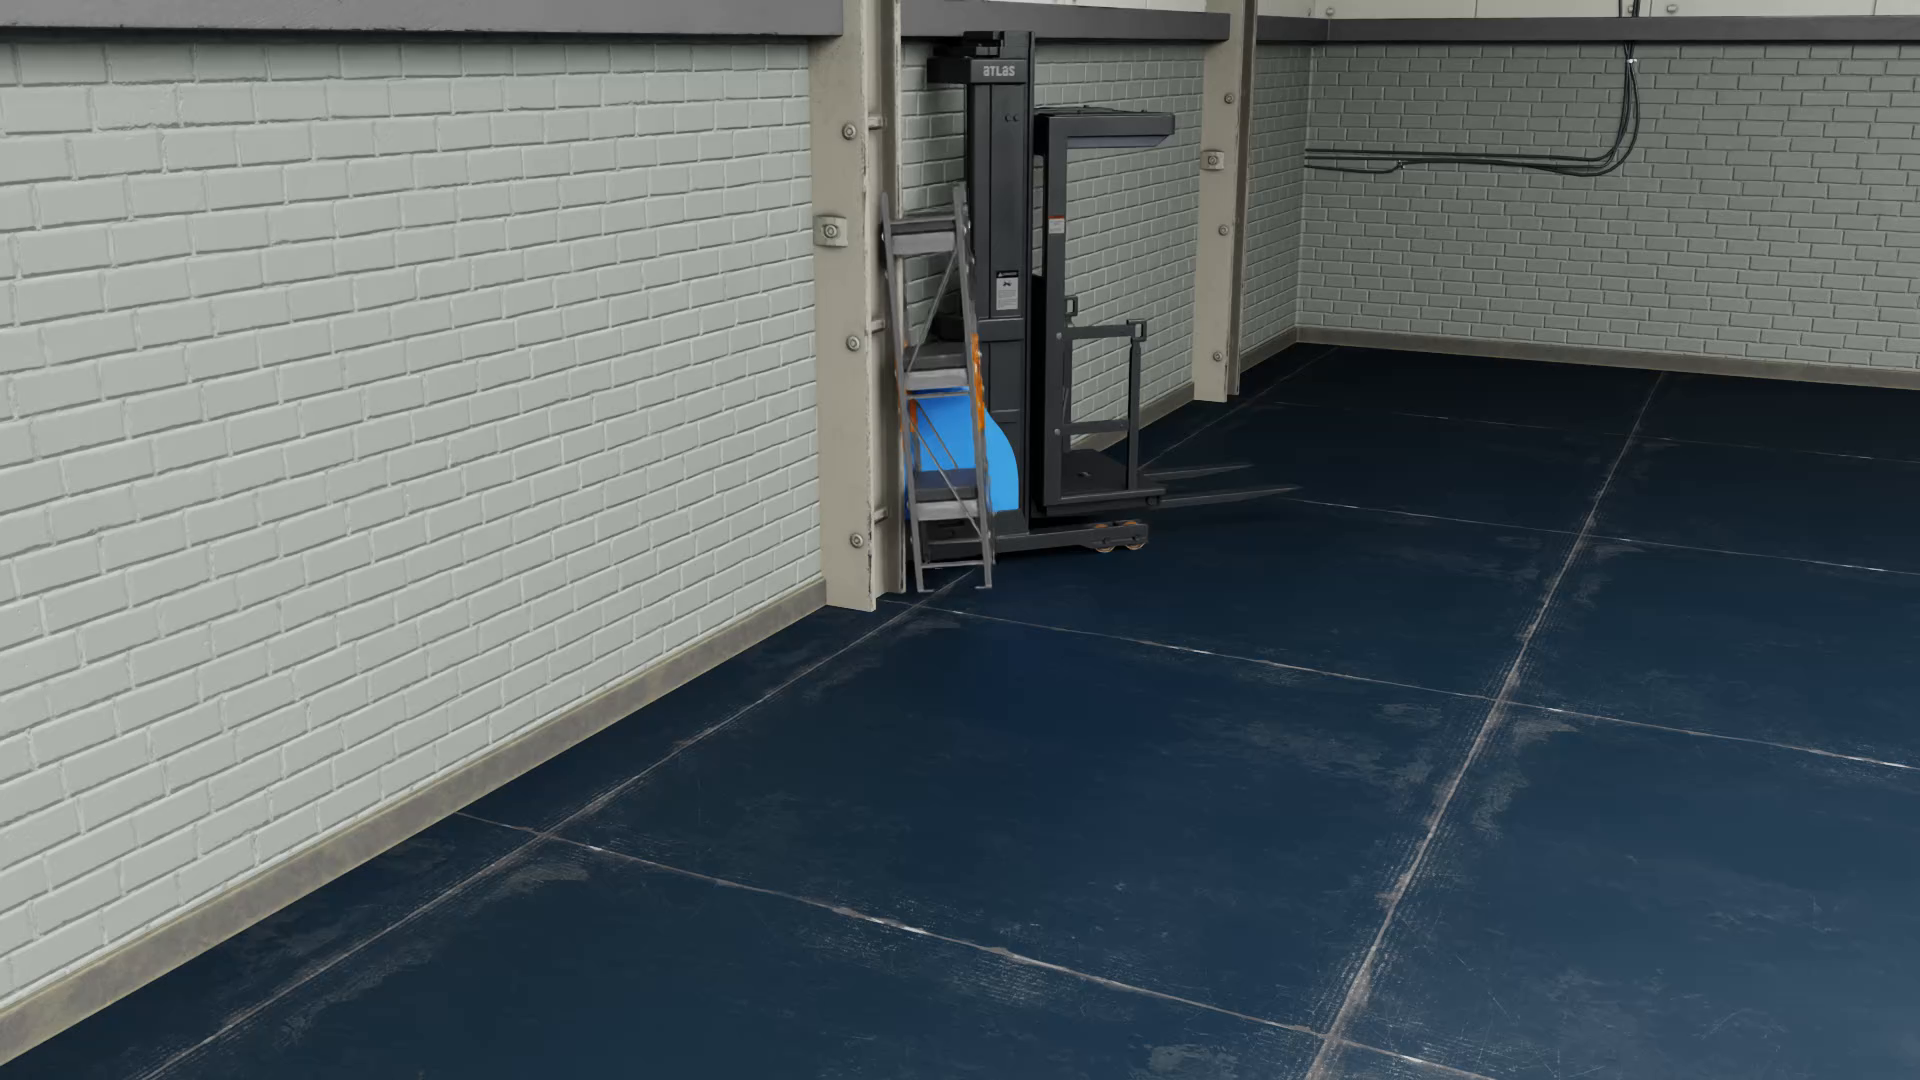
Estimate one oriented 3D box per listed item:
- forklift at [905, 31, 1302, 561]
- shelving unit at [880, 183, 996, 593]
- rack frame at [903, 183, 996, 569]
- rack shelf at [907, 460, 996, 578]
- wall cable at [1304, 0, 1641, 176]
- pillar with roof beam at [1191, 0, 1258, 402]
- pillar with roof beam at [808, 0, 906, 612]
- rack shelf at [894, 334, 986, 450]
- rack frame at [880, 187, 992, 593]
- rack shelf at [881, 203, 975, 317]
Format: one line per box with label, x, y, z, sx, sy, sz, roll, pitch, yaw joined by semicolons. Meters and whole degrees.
forklift;0.591;-1.465;9.807;3.031;2.935;1.130;-6;17;-19
shelving unit;-0.100;-0.807;8.862;0.431;2.100;0.503;-4;14;5
rack frame;-0.085;-0.868;9.097;0.400;2.100;0.015;-4;14;5
rack shelf;-0.041;-0.118;9.037;0.431;0.518;0.480;-4;14;5
wall cable;4.663;-4.627;15.253;3.097;2.526;0.112;8;18;25
pillar with roof beam;6.015;-4.986;11.007;9.100;9.000;0.400;8;18;25
pillar with roof beam;3.334;-3.458;5.861;9.100;9.000;0.400;8;18;25
rack shelf;-0.099;-0.794;8.865;0.431;0.518;0.480;-4;14;5
rack frame;-0.115;-0.746;8.626;0.400;2.100;0.015;-4;14;5
rack shelf;-0.157;-1.470;8.693;0.431;0.518;0.480;-4;14;5
